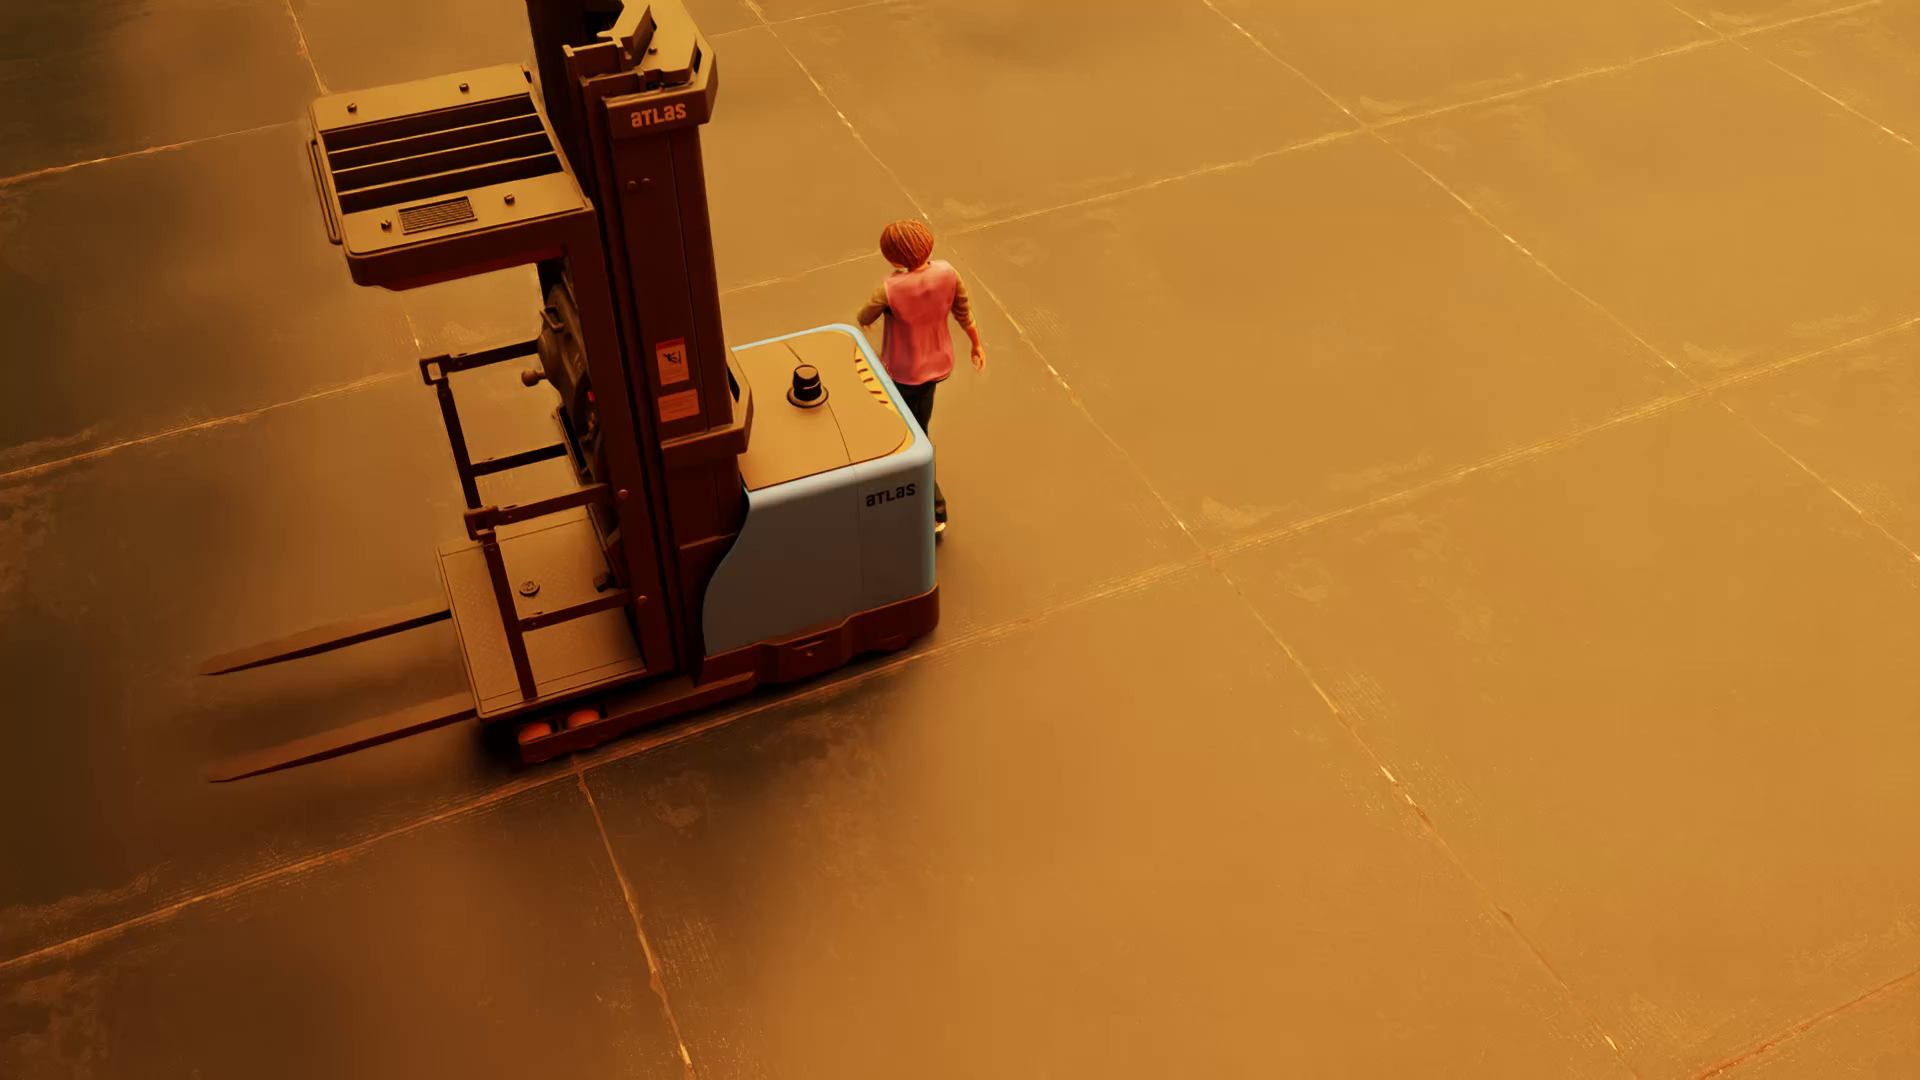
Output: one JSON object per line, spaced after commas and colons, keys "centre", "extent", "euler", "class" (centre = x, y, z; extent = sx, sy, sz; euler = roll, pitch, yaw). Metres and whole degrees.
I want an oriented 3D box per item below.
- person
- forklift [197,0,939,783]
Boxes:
{"centre": [-0.168, -0.850, 7.630], "extent": [0.540, 1.521, 0.797], "euler": [-26, 49, -25], "class": "person"}
{"centre": [-1.659, -0.569, 6.289], "extent": [3.031, 2.935, 1.130], "euler": [-16, 45, -16], "class": "forklift"}
